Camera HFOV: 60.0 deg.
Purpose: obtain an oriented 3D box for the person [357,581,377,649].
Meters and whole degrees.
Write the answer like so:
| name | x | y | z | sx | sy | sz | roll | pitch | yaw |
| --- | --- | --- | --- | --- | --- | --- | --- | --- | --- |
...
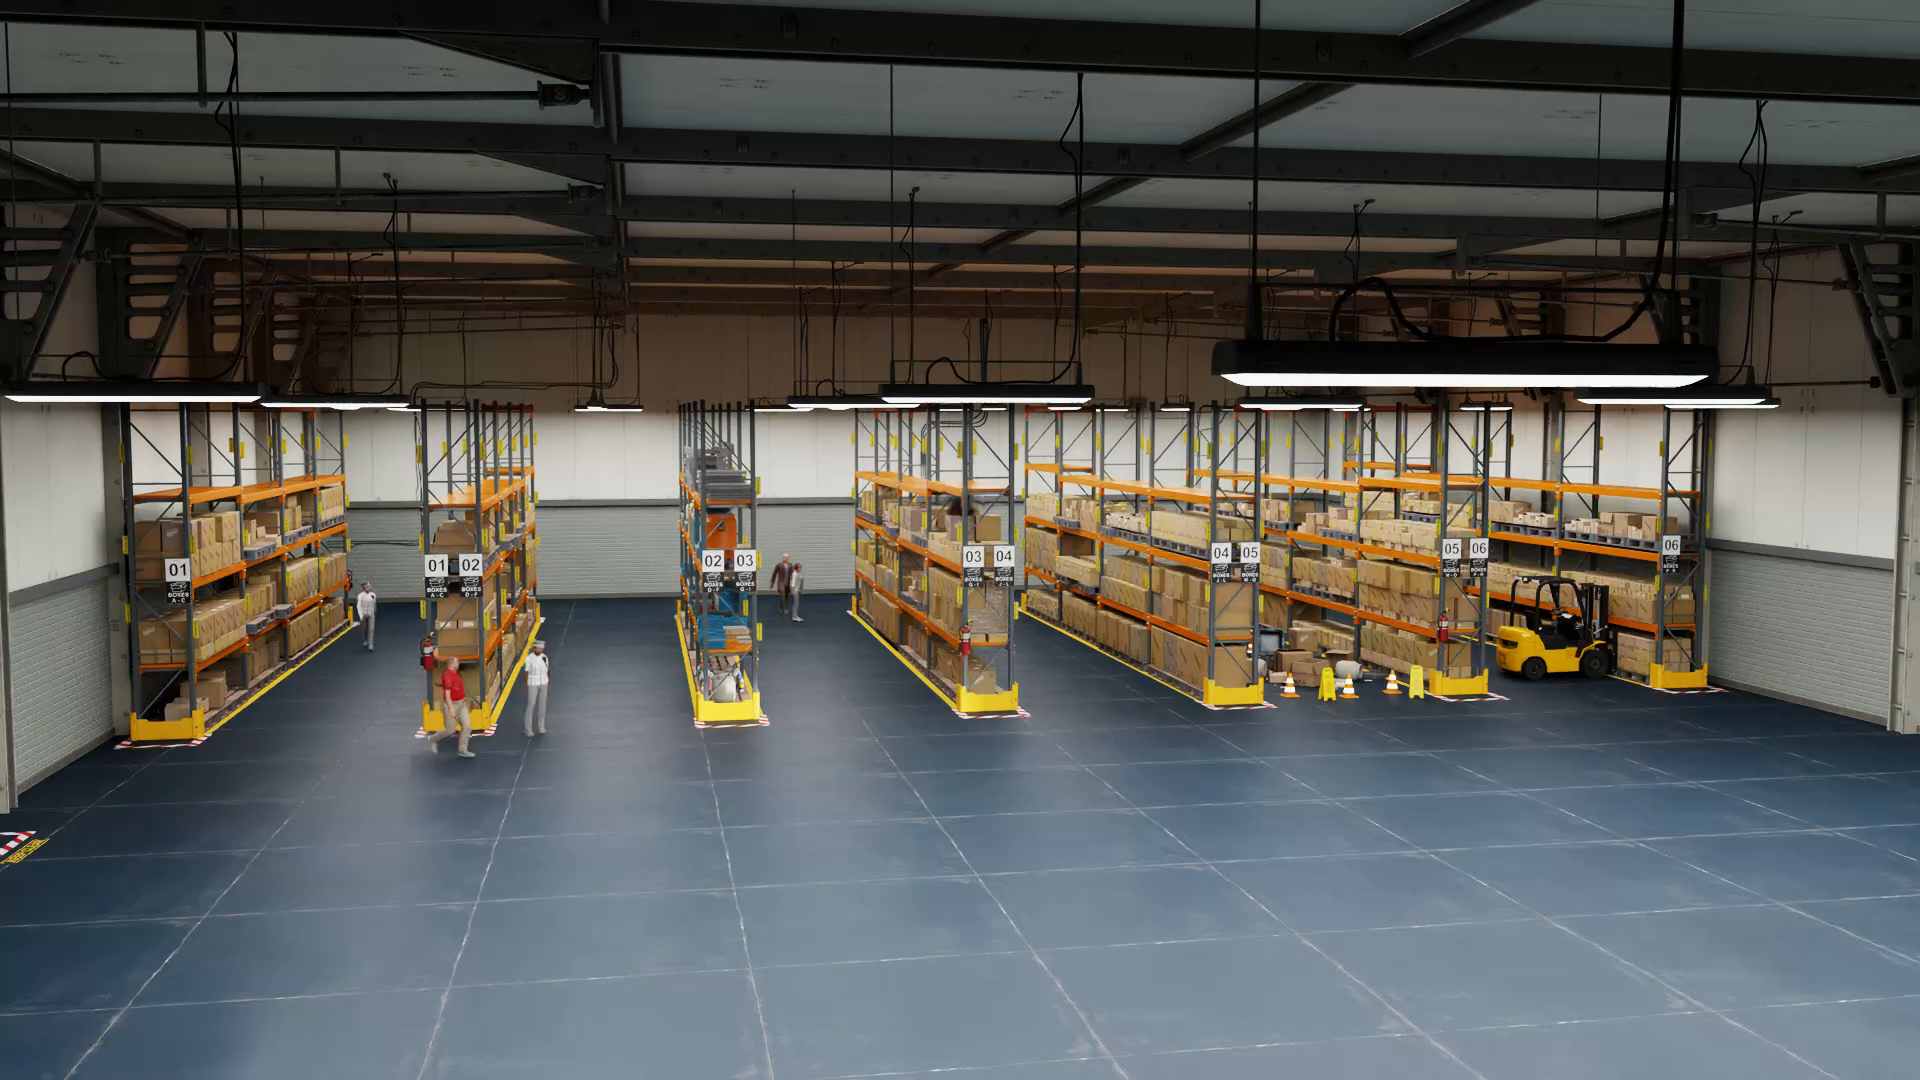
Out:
| name | x | y | z | sx | sy | sz | roll | pitch | yaw |
| --- | --- | --- | --- | --- | --- | --- | --- | --- | --- |
| person | -14.504 | 1.824 | 40.653 | 0.448 | 1.637 | 0.959 | -1 | 5 | -17 |

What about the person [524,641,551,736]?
| name | x | y | z | sx | sy | sz | roll | pitch | yaw |
| --- | --- | --- | --- | --- | --- | --- | --- | --- | --- |
| person | -7.593 | 2.655 | 29.860 | 0.528 | 1.696 | 0.432 | -4 | 6 | -42 |

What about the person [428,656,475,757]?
| name | x | y | z | sx | sy | sz | roll | pitch | yaw |
| --- | --- | --- | --- | --- | --- | --- | --- | --- | --- |
| person | -8.486 | 2.775 | 27.729 | 0.748 | 1.693 | 0.541 | 2 | 5 | 25 |

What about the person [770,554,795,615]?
| name | x | y | z | sx | sy | sz | roll | pitch | yaw |
| --- | --- | --- | --- | --- | --- | --- | --- | --- | --- |
| person | -5.018 | 1.260 | 47.402 | 0.676 | 1.725 | 1.104 | -2 | 5 | -23 |

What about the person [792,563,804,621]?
| name | x | y | z | sx | sy | sz | roll | pitch | yaw |
| --- | --- | --- | --- | --- | --- | --- | --- | --- | --- |
| person | -4.515 | 1.439 | 46.217 | 0.356 | 1.609 | 0.482 | 1 | 4 | 16 |
